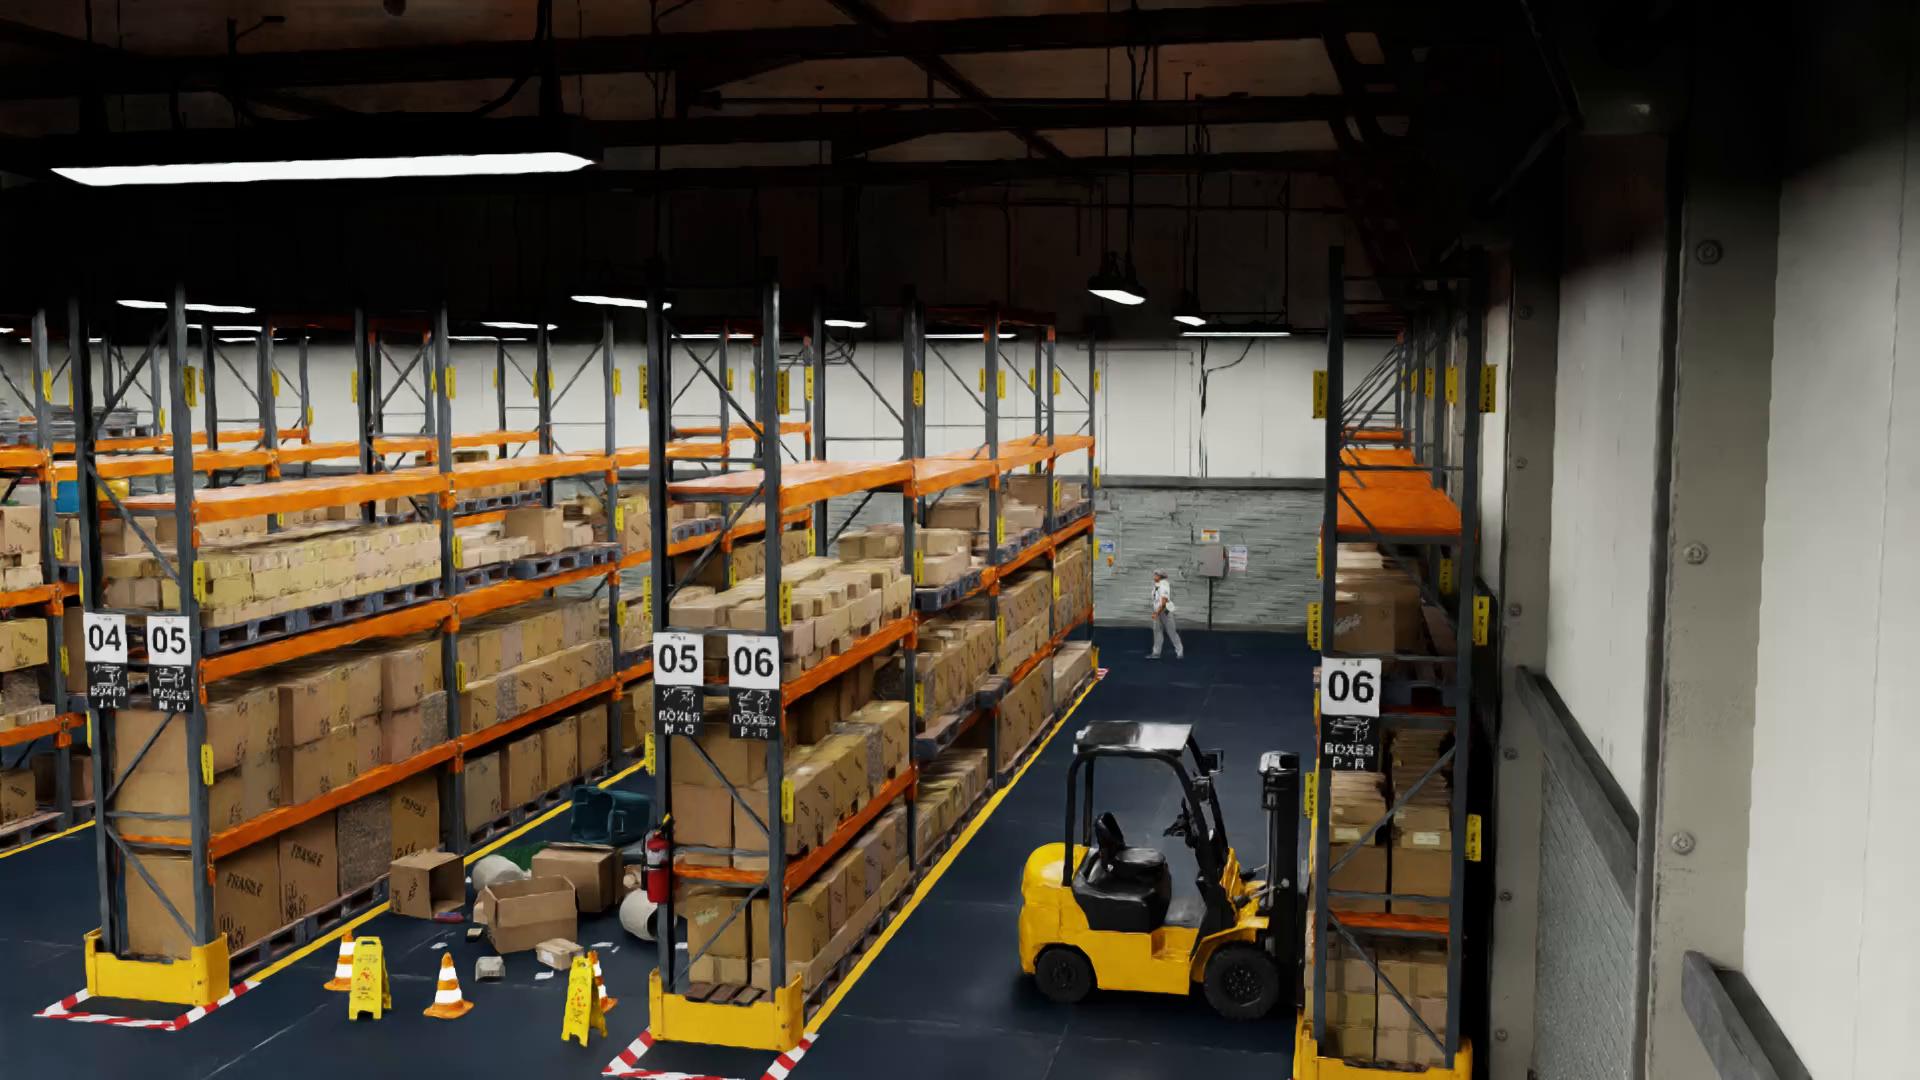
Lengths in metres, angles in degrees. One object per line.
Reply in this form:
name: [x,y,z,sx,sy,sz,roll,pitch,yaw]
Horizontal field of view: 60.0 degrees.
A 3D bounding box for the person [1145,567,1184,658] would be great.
person: [3.703,1.320,29.986,0.688,1.643,0.518,-1,6,-14]
